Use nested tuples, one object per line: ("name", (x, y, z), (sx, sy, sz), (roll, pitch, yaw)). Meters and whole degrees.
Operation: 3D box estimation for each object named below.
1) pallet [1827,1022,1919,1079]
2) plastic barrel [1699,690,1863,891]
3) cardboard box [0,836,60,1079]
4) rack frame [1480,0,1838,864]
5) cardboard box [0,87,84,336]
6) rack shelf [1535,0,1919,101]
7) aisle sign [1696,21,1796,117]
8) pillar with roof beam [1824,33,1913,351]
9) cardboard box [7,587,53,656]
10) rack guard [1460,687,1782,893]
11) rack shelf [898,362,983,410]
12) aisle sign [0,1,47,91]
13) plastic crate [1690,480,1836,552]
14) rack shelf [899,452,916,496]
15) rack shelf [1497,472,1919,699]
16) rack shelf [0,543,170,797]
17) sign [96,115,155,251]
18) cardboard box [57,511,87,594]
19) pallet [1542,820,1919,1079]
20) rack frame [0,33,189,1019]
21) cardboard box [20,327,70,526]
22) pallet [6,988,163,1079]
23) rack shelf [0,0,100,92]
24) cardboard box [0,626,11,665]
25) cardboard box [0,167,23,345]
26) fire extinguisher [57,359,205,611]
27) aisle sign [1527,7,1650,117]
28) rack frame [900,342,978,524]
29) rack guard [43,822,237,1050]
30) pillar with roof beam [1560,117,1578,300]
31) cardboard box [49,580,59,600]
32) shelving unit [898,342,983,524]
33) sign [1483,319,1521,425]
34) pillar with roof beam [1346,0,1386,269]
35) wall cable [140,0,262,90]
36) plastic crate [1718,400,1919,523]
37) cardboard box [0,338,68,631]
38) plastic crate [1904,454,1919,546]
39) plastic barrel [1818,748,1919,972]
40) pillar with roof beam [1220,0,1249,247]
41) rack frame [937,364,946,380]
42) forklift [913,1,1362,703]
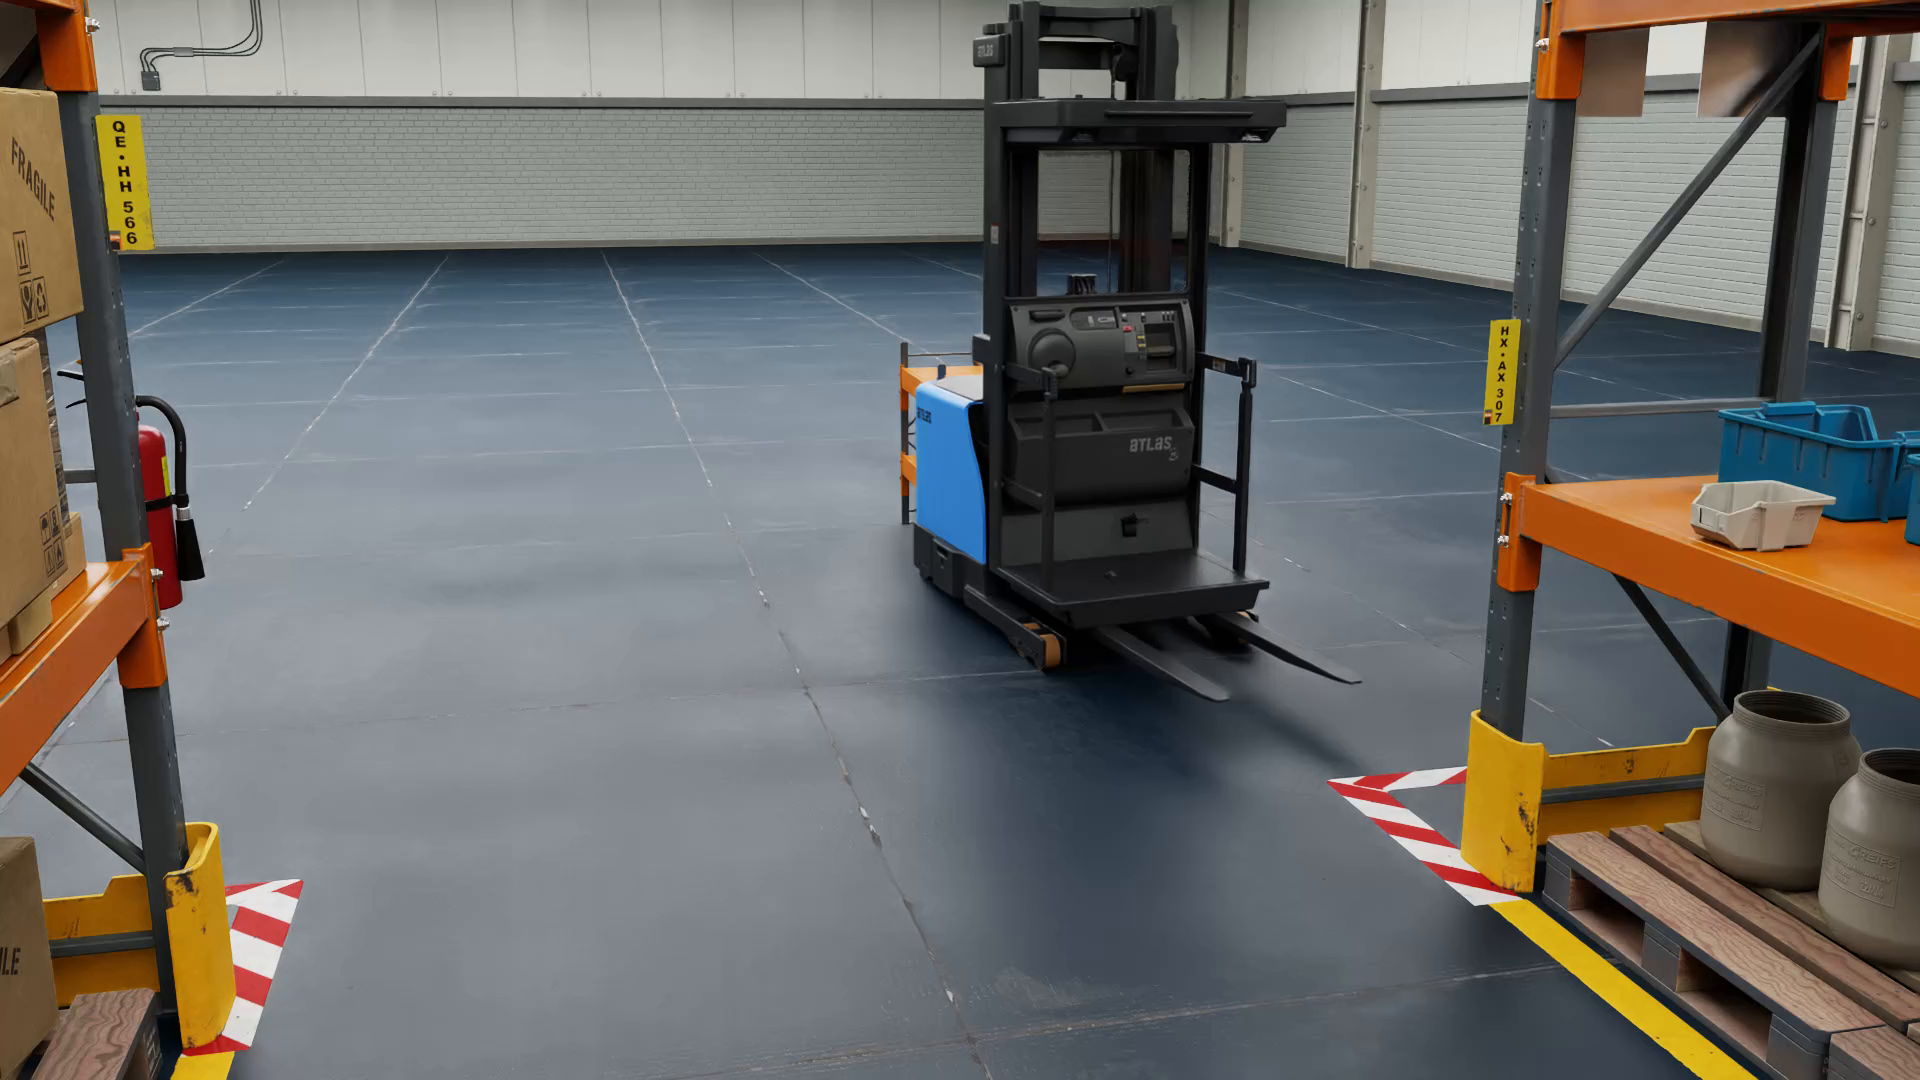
("pallet", (2.745, 1.425, 3.651), (1.003, 0.211, 1.213), (-3, 14, -13))
("plastic barrel", (2.441, 0.739, 4.940), (0.421, 0.512, 0.421), (0, 14, 0))
("cardboard box", (-2.472, 1.018, 3.822), (0.500, 0.500, 0.500), (-1, 14, -3))
("rack frame", (2.212, -0.413, 5.299), (1.000, 3.000, 0.127), (-3, 14, -13))
("cardboard box", (-2.233, -0.703, 3.540), (0.500, 0.500, 0.500), (-3, 14, -13))
("rack shelf", (2.682, -1.060, 3.140), (1.077, 0.370, 4.000), (-3, 14, -13))
("aisle sign", (2.484, -1.709, 5.126), (0.394, 0.787, 0.004), (-3, 14, -13))
("pillar with roof beam", (5.845, -6.295, 16.732), (9.100, 9.000, 0.400), (-3, 14, -13))
("cardboard box", (-2.168, 0.151, 3.516), (0.380, 0.149, 0.250), (-3, 14, -13))
("rack guard", (2.276, 0.816, 5.535), (1.175, 0.500, 0.348), (-3, 14, -13))
("rack shelf", (0.002, -0.829, 9.718), (0.538, 0.278, 1.000), (-3, 14, -13))
("aisle sign", (-2.325, -1.431, 3.987), (0.394, 0.787, 0.004), (-3, 14, -13))
("plastic crate", (2.110, -0.061, 4.412), (0.298, 0.136, 0.250), (-3, 14, -13))
("rack shelf", (0.002, -0.307, 9.845), (0.538, 0.278, 1.000), (-3, 14, -13))
("rack shelf", (2.682, 0.397, 3.496), (1.077, 0.370, 4.000), (-3, 14, -13))
("rack shelf", (-2.132, 0.674, 2.366), (1.077, 0.370, 4.000), (-3, 14, -13))
("sign", (-2.058, -0.880, 4.102), (0.100, 0.325, 0.005), (-3, 14, -13))
("cardboard box", (-2.334, 0.039, 3.977), (0.380, 0.149, 0.250), (-3, 14, -13))
("pallet", (2.462, 1.144, 4.801), (1.003, 0.211, 1.213), (-3, 14, -13))
("rack frame", (-2.602, -0.137, 4.169), (1.000, 3.000, 0.127), (-3, 14, -13))
("cardboard box", (-2.500, -0.202, 3.596), (0.875, 0.500, 0.500), (-3, 14, -13))
("pallet", (-2.428, 1.424, 3.653), (1.003, 0.211, 1.213), (-3, 14, -13))
("rack shelf", (-2.132, -0.784, 2.010), (1.077, 0.370, 4.000), (-3, 14, -13))
("cardboard box", (-2.124, 0.210, 3.277), (0.380, 0.149, 0.250), (-3, 14, -13))
("cardboard box", (-2.110, -0.588, 3.069), (0.500, 0.500, 0.500), (-3, 14, -13))
("fire extinguisher", (-2.181, -0.152, 4.391), (0.296, 0.674, 0.183), (-3, 14, -13))
("aisle sign", (1.911, -1.677, 4.992), (0.394, 0.787, 0.004), (-3, 14, -13))
("rack frame", (-0.118, -0.662, 10.267), (0.500, 1.125, 0.032), (-3, 14, -13))
("rack guard", (-2.584, 1.094, 4.394), (1.175, 0.500, 0.348), (-3, 14, -13))
("pillar with roof beam", (4.436, -7.679, 22.398), (9.100, 9.000, 0.400), (-3, 14, -13))
("cardboard box", (-2.276, 0.097, 3.741), (0.380, 0.149, 0.250), (-3, 14, -13))
("shelving unit", (0.002, -0.545, 9.787), (0.538, 1.125, 1.048), (-3, 14, -13))
("sign", (1.677, -0.518, 5.145), (0.100, 0.325, 0.005), (-3, 14, -13))
("pillar with roof beam", (3.026, -9.063, 28.064), (9.100, 9.000, 0.400), (-3, 14, -13))
("wall cable", (-14.992, -11.863, 32.356), (2.305, 6.003, 0.169), (-3, 14, -13))
("plastic crate", (2.621, -0.242, 4.912), (0.499, 0.251, 0.616), (-3, 14, -13))
("cardboard box", (-2.265, -0.093, 3.151), (0.875, 0.500, 0.500), (-3, 14, -13))
("plastic crate", (2.768, -0.092, 4.298), (0.499, 0.251, 0.408), (-3, 14, -13))
("plastic barrel", (2.559, 0.854, 4.467), (0.421, 0.512, 0.421), (0, 14, 0))
("pillar with roof beam", (1.617, -10.447, 33.729), (9.100, 9.000, 0.400), (-3, 14, -13))
("rack frame", (0.121, -0.428, 9.307), (0.500, 1.125, 0.032), (-3, 14, -13))
("forklift", (0.755, -0.947, 7.627), (1.130, 2.935, 3.031), (-5, 15, -21))
